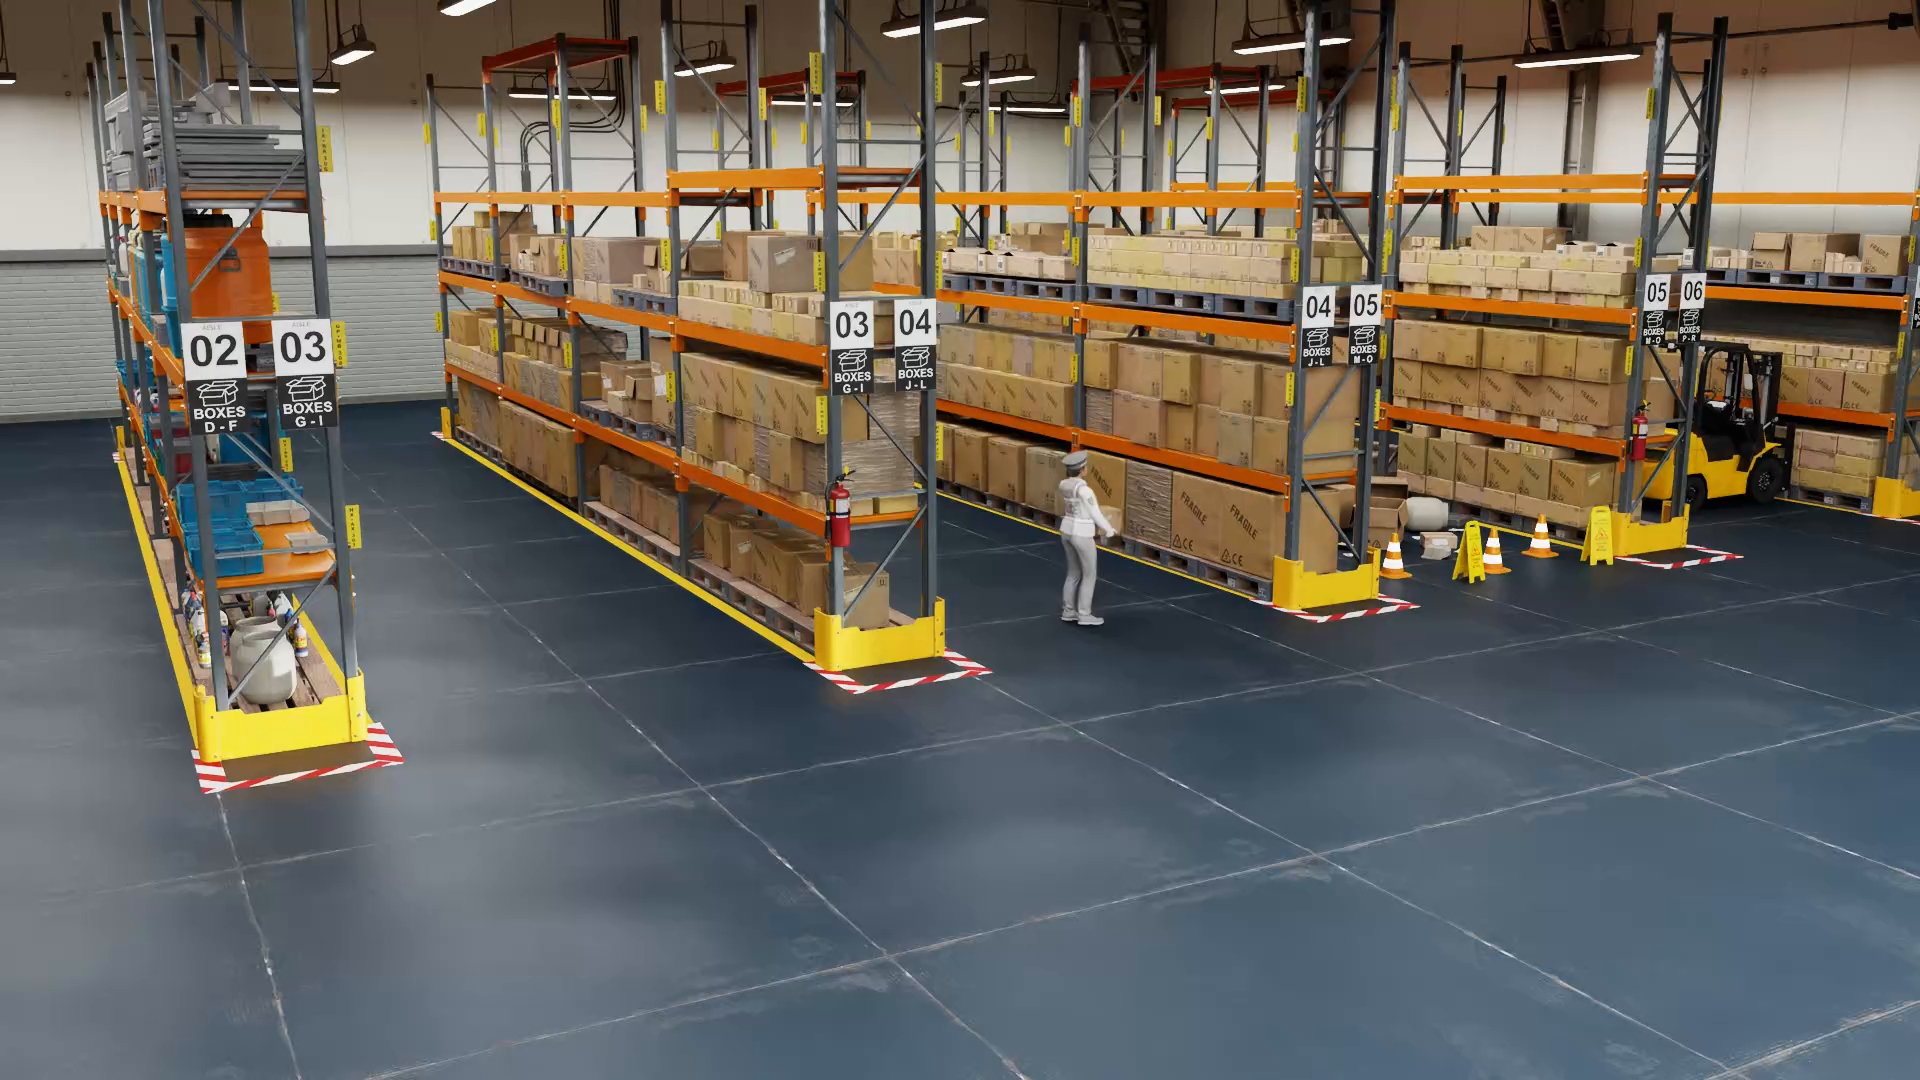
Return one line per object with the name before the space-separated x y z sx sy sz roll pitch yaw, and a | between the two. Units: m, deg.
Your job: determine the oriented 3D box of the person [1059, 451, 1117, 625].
person | 1.218 -0.027 16.032 0.523 1.691 0.453 -6 13 -28
